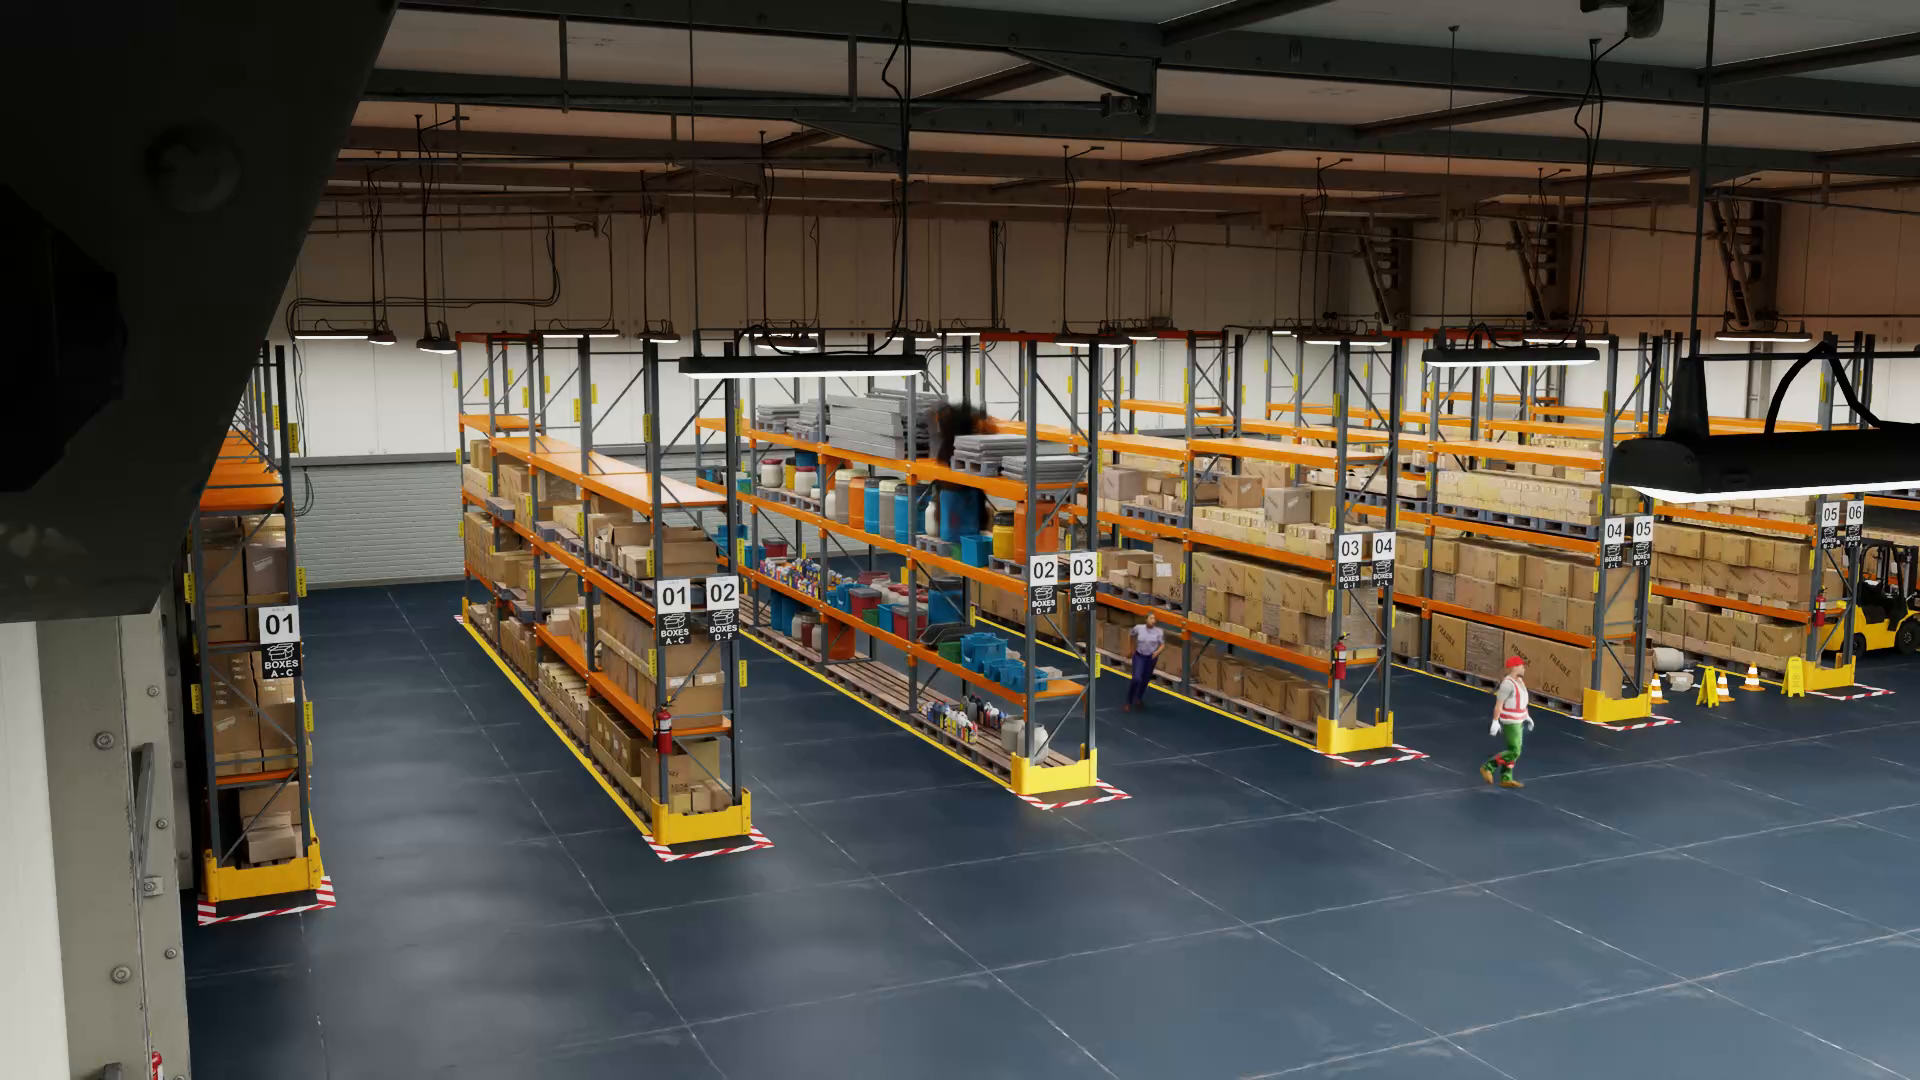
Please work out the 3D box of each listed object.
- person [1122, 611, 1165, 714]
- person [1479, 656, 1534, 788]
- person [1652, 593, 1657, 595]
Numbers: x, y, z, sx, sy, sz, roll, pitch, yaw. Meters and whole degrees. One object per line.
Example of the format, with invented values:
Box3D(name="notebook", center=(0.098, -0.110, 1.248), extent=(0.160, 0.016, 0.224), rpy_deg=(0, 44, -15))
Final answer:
Box3D(name="person", center=(2.927, 1.932, 26.688), extent=(0.698, 1.609, 0.779), rpy_deg=(0, 8, -2))
Box3D(name="person", center=(7.343, 2.444, 22.316), extent=(0.606, 1.779, 0.647), rpy_deg=(5, 9, 32))
Box3D(name="person", center=(14.245, 0.916, 33.799), extent=(0.688, 1.747, 0.996), rpy_deg=(-5, 9, -35))
